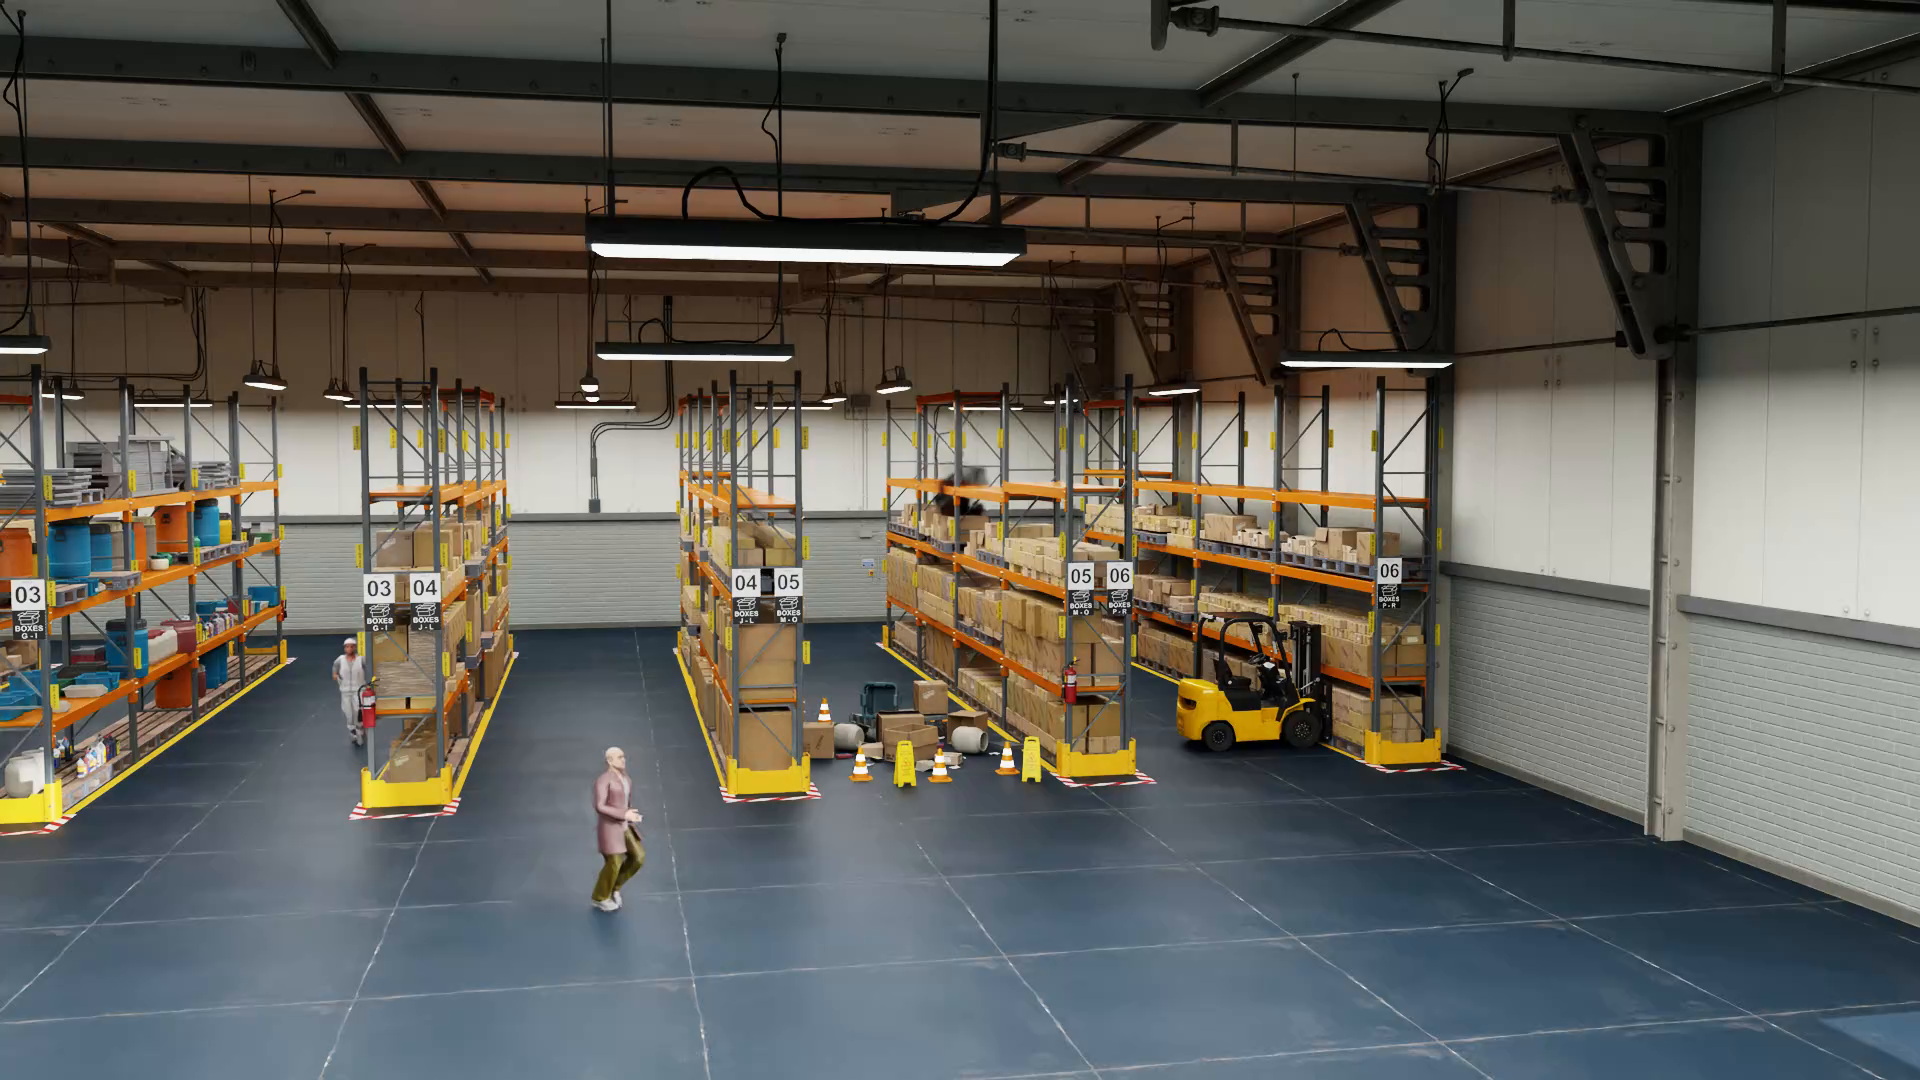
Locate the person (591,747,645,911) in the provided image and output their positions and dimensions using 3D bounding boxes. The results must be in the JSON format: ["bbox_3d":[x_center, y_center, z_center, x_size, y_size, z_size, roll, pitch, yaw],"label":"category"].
[{"bbox_3d":[-3.623,3.072,17.706,0.685,1.756,0.738,1,4,21],"label":"person"}]

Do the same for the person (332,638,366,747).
[{"bbox_3d":[-9.934,2.497,27.196,0.628,1.784,0.692,-1,3,-12],"label":"person"}]
